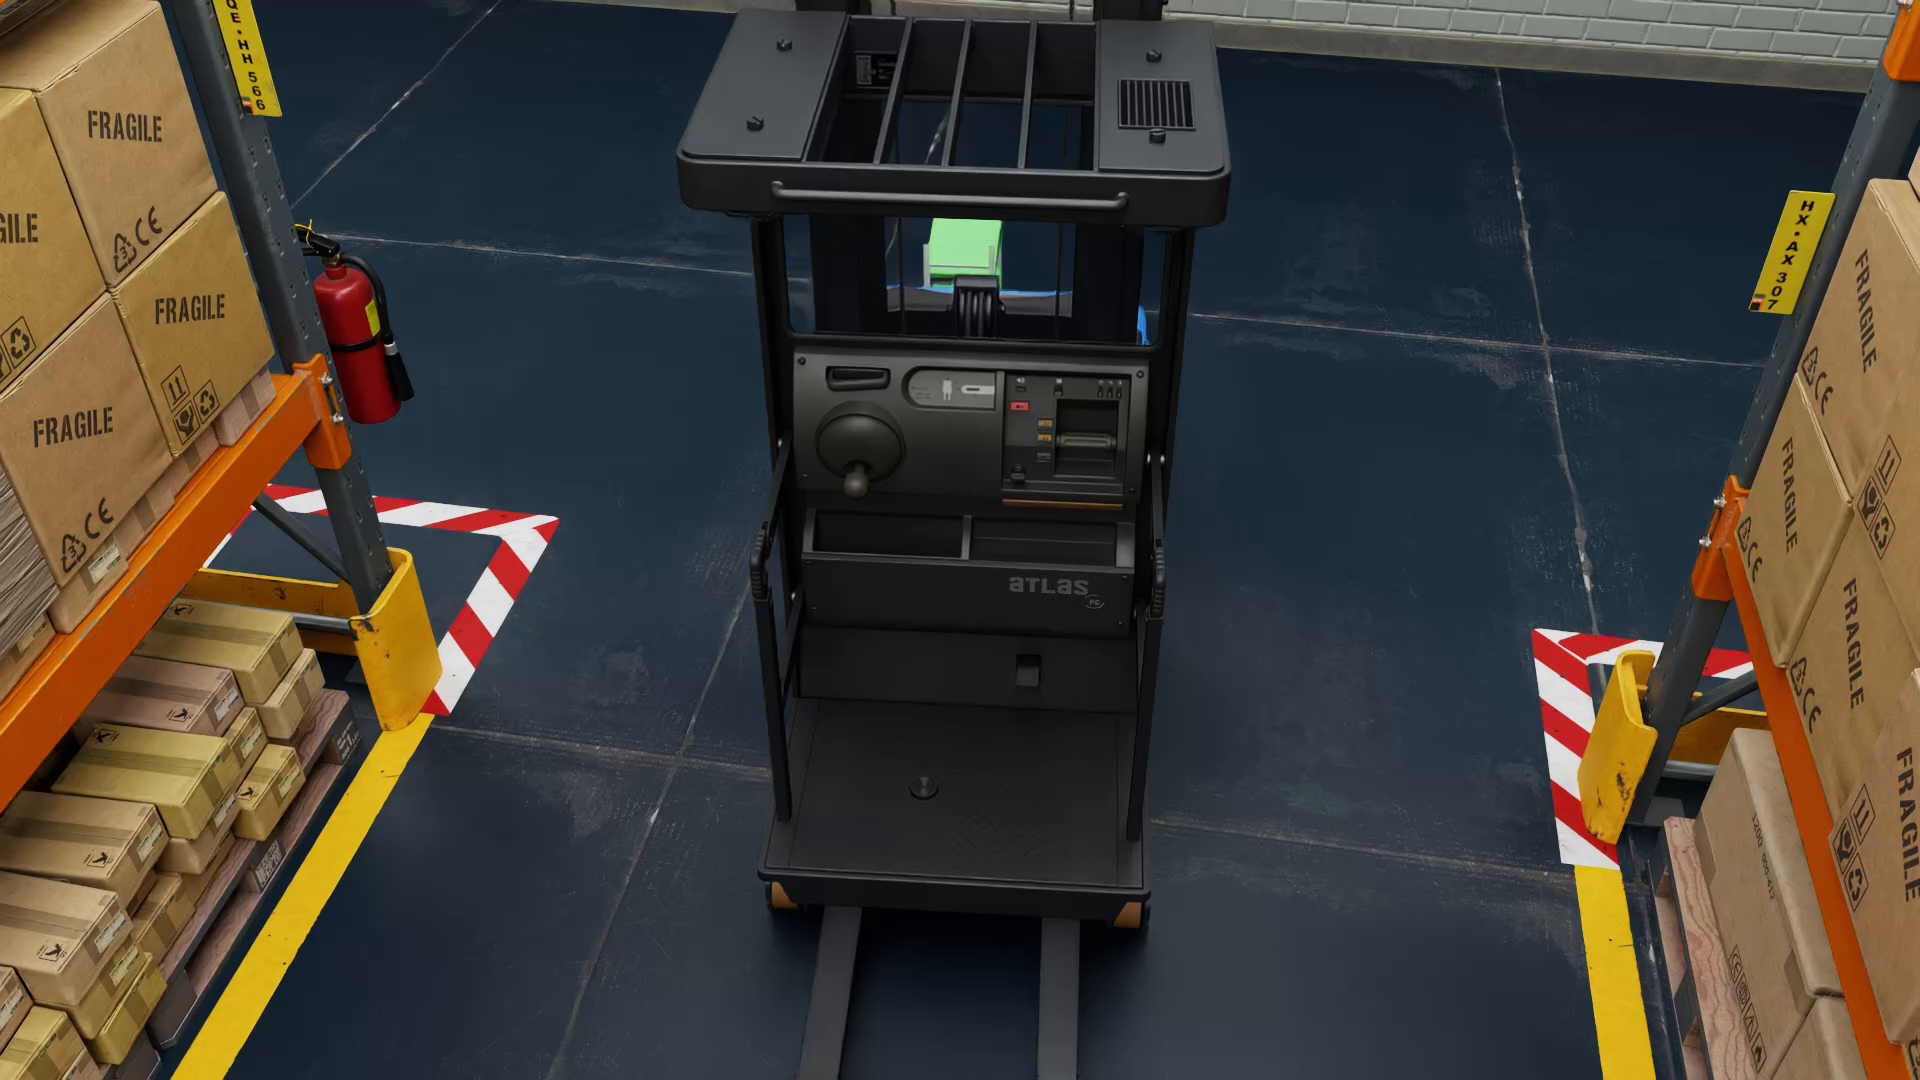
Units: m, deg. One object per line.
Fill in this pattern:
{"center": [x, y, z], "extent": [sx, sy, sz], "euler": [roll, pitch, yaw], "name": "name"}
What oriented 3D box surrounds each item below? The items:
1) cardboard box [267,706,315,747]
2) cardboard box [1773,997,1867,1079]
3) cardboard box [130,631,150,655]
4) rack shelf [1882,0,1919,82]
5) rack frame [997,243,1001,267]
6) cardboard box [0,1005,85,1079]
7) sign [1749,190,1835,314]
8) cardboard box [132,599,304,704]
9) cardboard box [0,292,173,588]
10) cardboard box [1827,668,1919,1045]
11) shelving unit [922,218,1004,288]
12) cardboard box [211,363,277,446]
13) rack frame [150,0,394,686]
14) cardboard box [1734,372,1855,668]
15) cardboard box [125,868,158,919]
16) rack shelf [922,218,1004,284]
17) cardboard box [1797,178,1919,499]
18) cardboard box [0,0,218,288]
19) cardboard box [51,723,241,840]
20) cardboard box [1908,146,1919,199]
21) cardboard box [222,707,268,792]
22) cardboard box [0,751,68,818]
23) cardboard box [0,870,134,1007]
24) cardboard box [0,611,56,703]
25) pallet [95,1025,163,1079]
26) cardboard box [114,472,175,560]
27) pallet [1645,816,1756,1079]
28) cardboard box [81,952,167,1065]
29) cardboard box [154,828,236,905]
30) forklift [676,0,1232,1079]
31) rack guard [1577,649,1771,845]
{"center": [-2.243, 0.552, 5.137], "extent": [0.380, 0.149, 0.250], "euler": [7, 40, 8], "name": "cardboard box"}
{"center": [2.370, 1.570, 3.678], "extent": [0.875, 0.438, 0.875], "euler": [7, 40, 9], "name": "cardboard box"}
{"center": [-2.700, 0.384, 5.106], "extent": [0.380, 0.149, 0.250], "euler": [8, 40, 10], "name": "cardboard box"}
{"center": [2.190, 0.120, 1.961], "extent": [1.077, 0.370, 4.000], "euler": [6, 40, 8], "name": "rack shelf"}
{"center": [0.031, -0.838, 6.322], "extent": [0.240, 1.200, 0.015], "euler": [2, 40, 3], "name": "rack frame"}
{"center": [-2.395, 1.258, 4.049], "extent": [0.380, 0.149, 0.250], "euler": [8, 40, 10], "name": "cardboard box"}
{"center": [1.990, -0.685, 3.983], "extent": [0.100, 0.325, 0.005], "euler": [6, 40, 8], "name": "sign"}
{"center": [-2.199, 0.329, 4.939], "extent": [0.380, 0.149, 0.250], "euler": [7, 40, 8], "name": "cardboard box"}
{"center": [-2.275, -0.259, 3.897], "extent": [0.500, 0.500, 0.500], "euler": [6, 40, 7], "name": "cardboard box"}
{"center": [2.004, 0.613, 3.077], "extent": [0.500, 0.500, 0.500], "euler": [6, 40, 7], "name": "cardboard box"}
{"center": [0.015, -0.683, 6.134], "extent": [0.258, 1.200, 0.503], "euler": [2, 40, 3], "name": "shelving unit"}
{"center": [-2.135, -0.406, 4.584], "extent": [0.380, 0.149, 0.250], "euler": [6, 40, 8], "name": "cardboard box"}
{"center": [-2.357, -0.739, 4.789], "extent": [1.000, 3.000, 0.127], "euler": [6, 40, 8], "name": "rack frame"}
{"center": [2.170, -0.025, 3.848], "extent": [0.500, 0.500, 0.500], "euler": [6, 40, 7], "name": "cardboard box"}
{"center": [-2.403, 0.930, 4.446], "extent": [0.380, 0.149, 0.250], "euler": [6, 40, 7], "name": "cardboard box"}
{"center": [0.015, -1.003, 5.869], "extent": [0.258, 0.148, 0.480], "euler": [2, 40, 3], "name": "rack shelf"}
{"center": [2.172, -0.410, 3.529], "extent": [0.500, 0.500, 0.500], "euler": [6, 40, 7], "name": "cardboard box"}
{"center": [-2.191, -0.963, 3.964], "extent": [0.500, 0.500, 0.500], "euler": [6, 40, 7], "name": "cardboard box"}
{"center": [-2.219, 0.657, 4.542], "extent": [0.380, 0.149, 0.250], "euler": [6, 40, 7], "name": "cardboard box"}
{"center": [2.202, -0.738, 3.416], "extent": [0.380, 0.149, 0.250], "euler": [7, 40, 9], "name": "cardboard box"}
{"center": [-2.265, 0.604, 4.839], "extent": [0.380, 0.149, 0.250], "euler": [6, 40, 7], "name": "cardboard box"}
{"center": [-2.759, 0.713, 4.708], "extent": [0.380, 0.149, 0.250], "euler": [7, 40, 8], "name": "cardboard box"}
{"center": [-2.318, 0.987, 4.143], "extent": [0.380, 0.149, 0.250], "euler": [8, 40, 9], "name": "cardboard box"}
{"center": [-2.339, 0.230, 3.815], "extent": [0.380, 0.149, 0.250], "euler": [5, 40, 6], "name": "cardboard box"}
{"center": [-2.759, 1.653, 4.085], "extent": [1.003, 0.211, 1.213], "euler": [6, 40, 8], "name": "pallet"}
{"center": [-2.243, -0.095, 4.208], "extent": [0.380, 0.149, 0.250], "euler": [6, 40, 7], "name": "cardboard box"}
{"center": [2.475, 1.329, 4.477], "extent": [1.003, 0.211, 1.213], "euler": [6, 40, 8], "name": "pallet"}
{"center": [-2.330, 1.204, 4.348], "extent": [0.380, 0.149, 0.250], "euler": [5, 40, 6], "name": "cardboard box"}
{"center": [-2.318, 0.880, 4.739], "extent": [0.380, 0.149, 0.250], "euler": [6, 40, 7], "name": "cardboard box"}
{"center": [0.012, -0.217, 4.212], "extent": [1.130, 2.935, 3.031], "euler": [3, 40, 3], "name": "forklift"}
{"center": [2.540, 0.692, 5.021], "extent": [1.175, 0.500, 0.348], "euler": [6, 40, 8], "name": "rack guard"}
